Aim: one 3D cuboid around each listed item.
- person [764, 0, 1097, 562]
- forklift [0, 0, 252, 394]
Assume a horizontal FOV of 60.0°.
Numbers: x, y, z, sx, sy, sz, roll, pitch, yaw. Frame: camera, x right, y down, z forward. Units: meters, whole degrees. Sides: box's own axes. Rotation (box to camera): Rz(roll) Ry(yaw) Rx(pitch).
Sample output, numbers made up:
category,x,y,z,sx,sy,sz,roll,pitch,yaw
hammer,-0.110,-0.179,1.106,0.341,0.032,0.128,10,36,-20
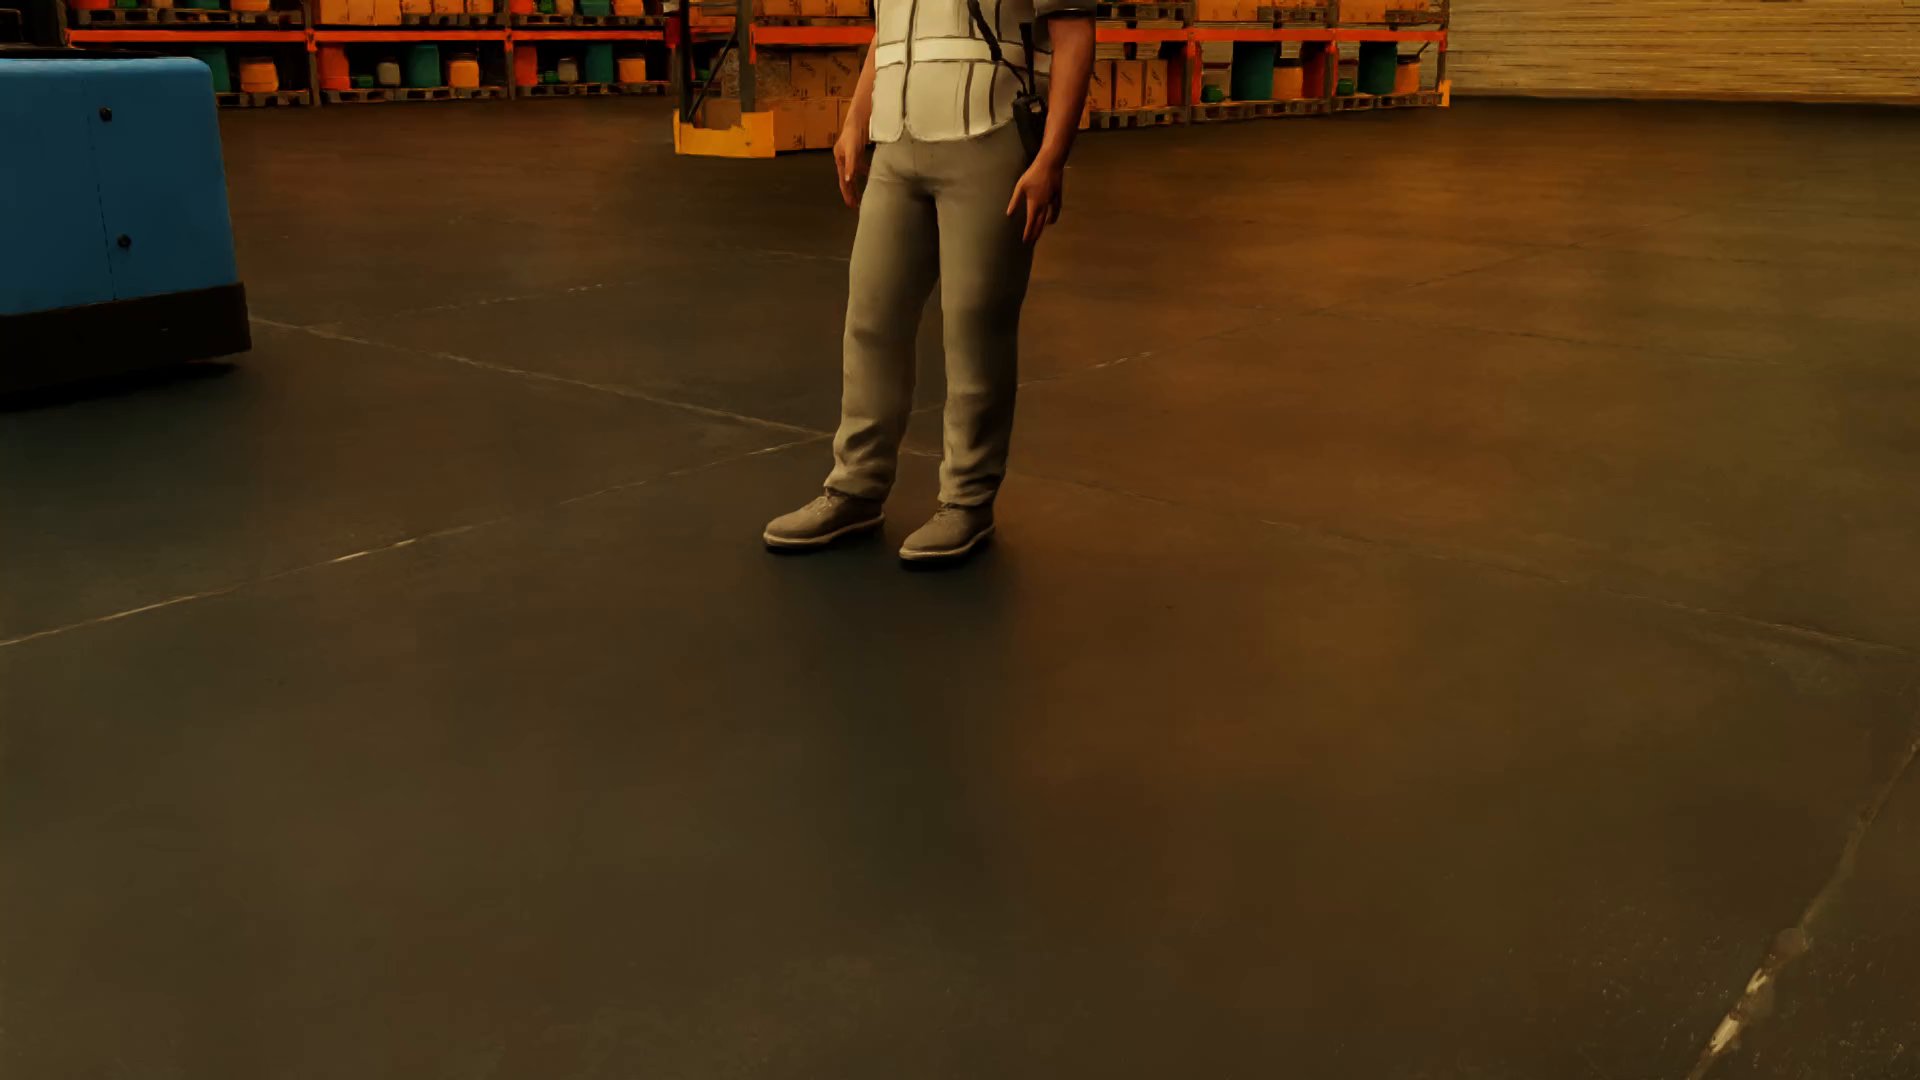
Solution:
category,x,y,z,sx,sy,sz,roll,pitch,yaw
person,-0.059,-0.845,3.630,0.640,1.781,0.574,13,21,37
forklift,-4.056,-2.125,5.894,3.031,2.935,1.130,10,20,30
